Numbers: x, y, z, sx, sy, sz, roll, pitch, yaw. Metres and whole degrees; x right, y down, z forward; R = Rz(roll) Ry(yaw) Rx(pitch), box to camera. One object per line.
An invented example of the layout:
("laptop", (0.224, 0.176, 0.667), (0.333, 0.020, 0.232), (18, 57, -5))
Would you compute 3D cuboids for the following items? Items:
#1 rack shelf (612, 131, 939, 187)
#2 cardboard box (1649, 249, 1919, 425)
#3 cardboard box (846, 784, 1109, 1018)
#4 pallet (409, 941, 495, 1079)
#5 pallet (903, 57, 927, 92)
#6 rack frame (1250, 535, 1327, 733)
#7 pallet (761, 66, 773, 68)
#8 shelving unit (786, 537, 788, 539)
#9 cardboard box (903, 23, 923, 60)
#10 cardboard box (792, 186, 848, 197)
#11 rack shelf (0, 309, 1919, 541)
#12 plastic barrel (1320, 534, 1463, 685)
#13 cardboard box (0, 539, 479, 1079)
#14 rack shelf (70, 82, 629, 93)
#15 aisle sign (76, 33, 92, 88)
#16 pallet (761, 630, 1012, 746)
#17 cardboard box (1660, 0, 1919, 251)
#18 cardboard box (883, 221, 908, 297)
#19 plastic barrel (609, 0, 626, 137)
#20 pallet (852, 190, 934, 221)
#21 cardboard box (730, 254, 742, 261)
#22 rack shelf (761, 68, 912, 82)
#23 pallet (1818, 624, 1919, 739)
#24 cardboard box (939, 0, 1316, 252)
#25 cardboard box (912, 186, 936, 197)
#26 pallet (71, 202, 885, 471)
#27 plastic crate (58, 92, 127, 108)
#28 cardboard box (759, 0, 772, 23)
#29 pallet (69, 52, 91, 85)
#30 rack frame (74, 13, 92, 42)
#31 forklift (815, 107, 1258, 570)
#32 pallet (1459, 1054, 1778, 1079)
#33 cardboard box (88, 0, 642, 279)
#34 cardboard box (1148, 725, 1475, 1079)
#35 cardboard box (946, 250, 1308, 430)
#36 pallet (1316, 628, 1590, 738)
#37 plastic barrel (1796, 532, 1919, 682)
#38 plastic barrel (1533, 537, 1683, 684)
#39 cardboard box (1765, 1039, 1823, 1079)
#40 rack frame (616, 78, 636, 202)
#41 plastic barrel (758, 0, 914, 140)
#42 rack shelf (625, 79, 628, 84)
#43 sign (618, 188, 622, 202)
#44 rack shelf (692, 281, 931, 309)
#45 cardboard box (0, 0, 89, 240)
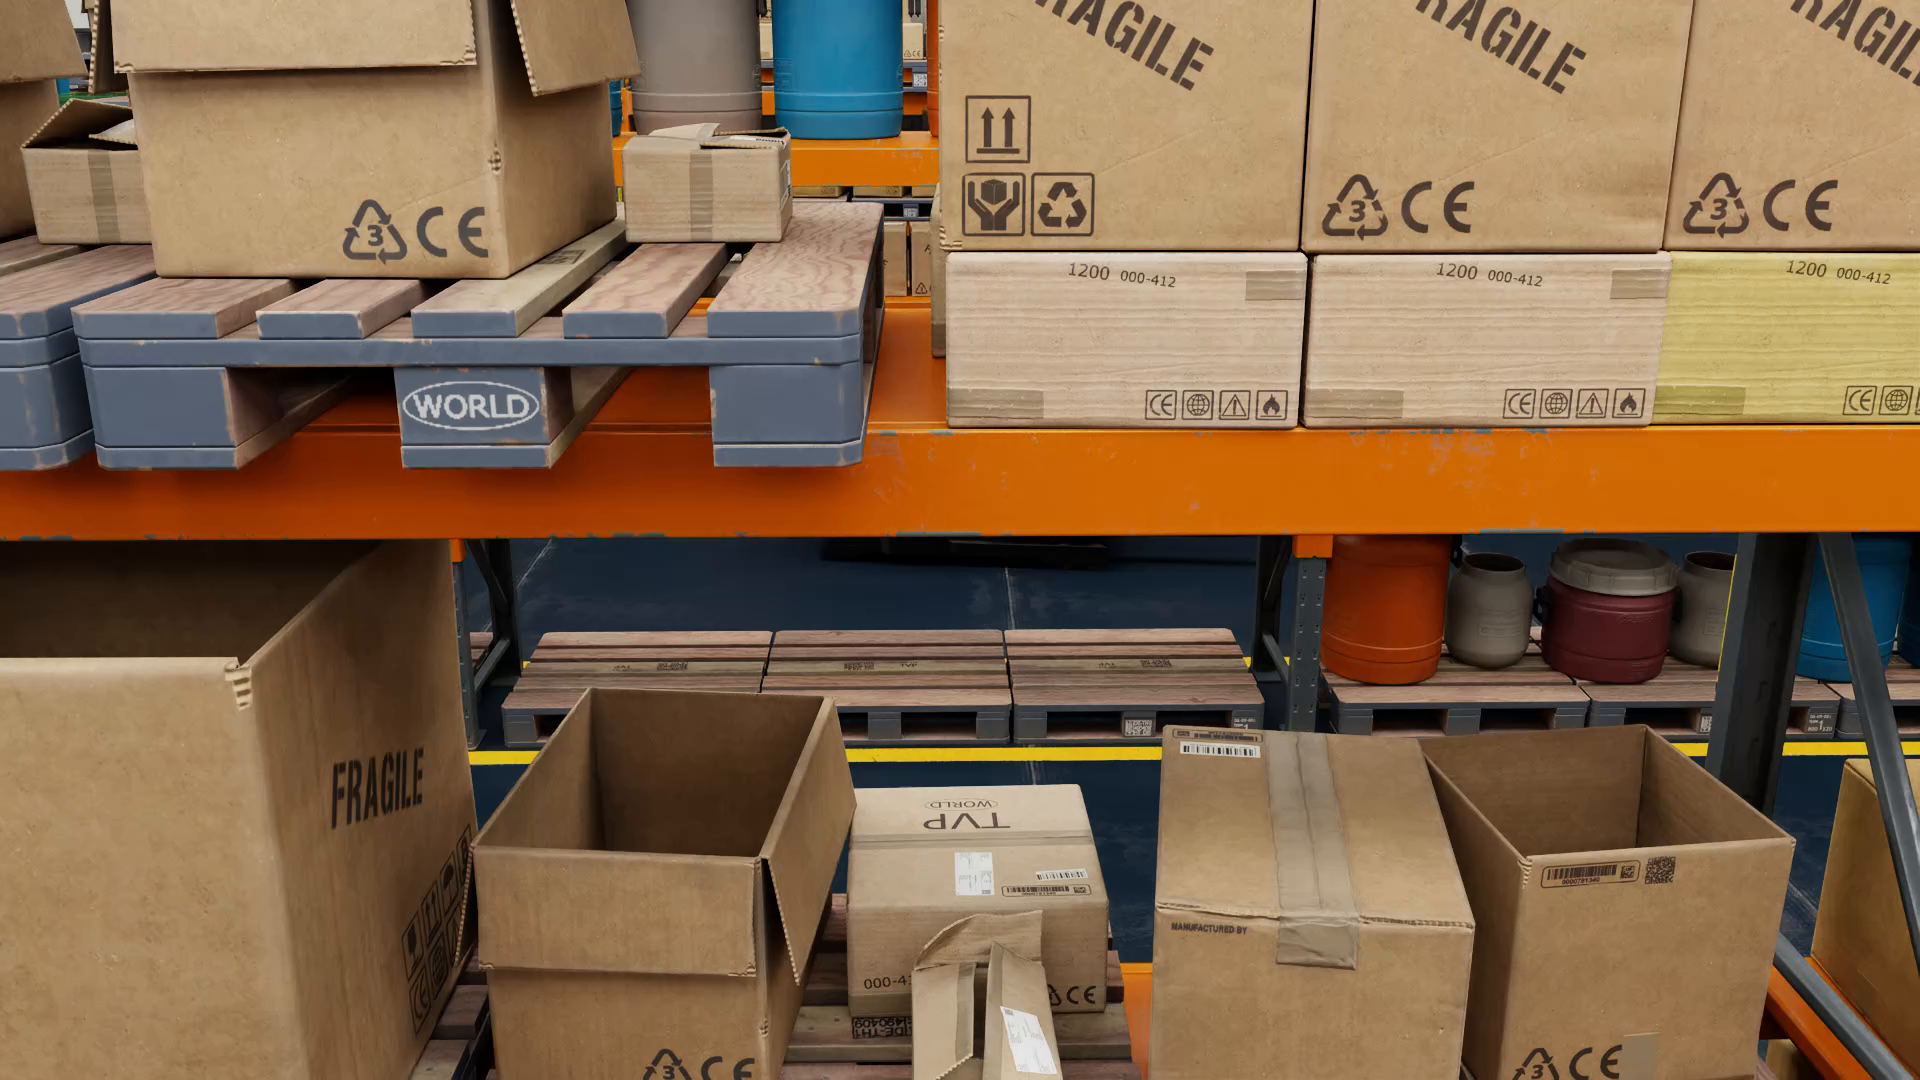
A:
("rack shelf", (-0.375, -1.669, 7.607), (4.000, 0.370, 1.077), (0, 18, -1))
("cardboard box", (1.232, -0.360, 2.593), (0.500, 0.250, 0.500), (0, 18, -1))
("cardboard box", (0.024, 0.729, 3.422), (0.500, 0.250, 0.500), (-1, 18, -2))
("pallet", (-1.530, 1.071, 3.111), (1.213, 0.211, 1.003), (0, 18, -1))
("pallet", (-0.245, -3.407, 12.157), (1.213, 0.211, 1.003), (1, 18, 2))
("rack frame", (1.625, -0.593, 7.985), (0.127, 3.000, 1.000), (0, 18, -1))
("pallet", (-1.912, -4.909, 16.836), (1.003, 0.211, 1.213), (0, 18, -1))
("shelving unit", (-1.022, -0.533, 10.990), (0.252, 1.050, 0.215), (2, 18, 5))
("cardboard box", (-0.536, -3.634, 12.112), (0.500, 0.250, 0.500), (-2, 18, -6))
("cardboard box", (-1.463, -3.849, 17.251), (0.500, 0.500, 0.700), (2, 18, 5))
("rack shelf", (-0.297, -0.156, 2.891), (4.000, 0.370, 1.077), (0, 18, -1))
("plastic barrel", (2.114, 0.233, 8.276), (0.708, 0.830, 0.600), (0, 18, -1))
("cardboard box", (-1.500, 0.492, 2.932), (1.000, 1.000, 1.000), (0, 18, 0))
("rack shelf", (-4.449, -3.163, 12.262), (4.000, 0.370, 1.077), (0, 18, -1))
("aisle sign", (-6.519, -3.394, 12.462), (0.004, 0.787, 0.394), (0, 18, -1))
("pallet", (-0.367, 0.732, 8.421), (1.213, 0.211, 1.003), (0, 18, -1))
("cardboard box", (1.230, -0.715, 2.474), (0.500, 0.500, 0.500), (0, 18, 1))
("cardboard box", (-0.653, -2.138, 12.637), (0.500, 0.500, 0.500), (0, 18, -1))
("plastic barrel", (-1.870, -2.309, 7.604), (0.708, 0.901, 0.600), (0, 18, -1))
("pallet", (-0.510, -3.505, 17.378), (1.213, 0.211, 1.003), (0, 18, -1))
("cardboard box", (-1.957, -2.031, 12.713), (0.500, 0.250, 0.500), (1, 18, 3))
("rack shelf", (-0.531, -4.695, 17.039), (4.000, 0.370, 1.077), (0, 18, -1))
("pallet", (4.852, 0.707, 8.499), (1.213, 0.211, 1.003), (0, 18, -1))
("cardboard box", (0.222, -0.712, 2.463), (0.500, 0.500, 0.500), (0, 18, 0))
("cardboard box", (-0.247, -3.858, 17.278), (0.500, 0.500, 0.700), (0, 18, -1))
("pallet", (-0.640, -0.376, 2.706), (1.003, 0.211, 1.213), (0, 18, -1))
("plastic crate", (-3.957, -1.976, 7.734), (0.450, 0.188, 0.336), (0, 18, -1))
("cardboard box", (-1.263, -4.001, 12.029), (0.500, 0.500, 0.500), (1, 18, 4))
("pallet", (-5.741, -3.449, 12.122), (1.213, 0.211, 1.003), (0, 18, -1))
("rack frame", (-6.449, -4.924, 11.664), (0.127, 3.000, 1.000), (0, 18, -1))
("forklift", (0.620, -1.378, 10.544), (3.031, 2.935, 1.130), (2, 18, 5))
("pallet", (0.992, 1.047, 3.186), (1.003, 0.211, 1.213), (0, 18, -1))
("cardboard box", (-0.883, -0.715, 2.599), (0.637, 0.503, 0.797), (0, 18, 1))
("cardboard box", (0.607, 0.720, 3.040), (0.500, 0.500, 0.700), (2, 18, 7))
("cardboard box", (0.234, -0.352, 2.568), (0.500, 0.250, 0.500), (0, 18, 1))
("pallet", (2.413, 0.718, 8.462), (1.213, 0.211, 1.003), (0, 18, -1))
("plastic barrel", (4.372, 0.188, 8.299), (0.708, 0.901, 0.600), (0, 18, -1))
("plastic barrel", (3.243, 0.342, 8.330), (0.708, 0.588, 0.600), (0, 18, -1))
("cardboard box", (2.393, 1.735, 3.520), (0.875, 0.875, 1.225), (-1, 18, -3))
("rack frame", (-2.449, -2.086, 12.641), (0.127, 3.000, 1.000), (0, 18, -1))
("plastic barrel", (-0.562, -2.316, 7.624), (0.708, 0.901, 0.600), (0, 18, -1))
("rack shelf", (-4.531, -4.675, 16.979), (4.000, 0.370, 1.077), (0, 18, -1))
("sign", (-2.439, -2.367, 11.968), (0.005, 0.325, 0.100), (0, 18, -1))
("rack shelf", (-0.449, -1.753, 12.781), (4.000, 0.370, 1.077), (0, 18, -1))
("cardboard box", (-1.825, -0.710, 2.584), (0.637, 0.503, 0.797), (-1, 18, -4))
